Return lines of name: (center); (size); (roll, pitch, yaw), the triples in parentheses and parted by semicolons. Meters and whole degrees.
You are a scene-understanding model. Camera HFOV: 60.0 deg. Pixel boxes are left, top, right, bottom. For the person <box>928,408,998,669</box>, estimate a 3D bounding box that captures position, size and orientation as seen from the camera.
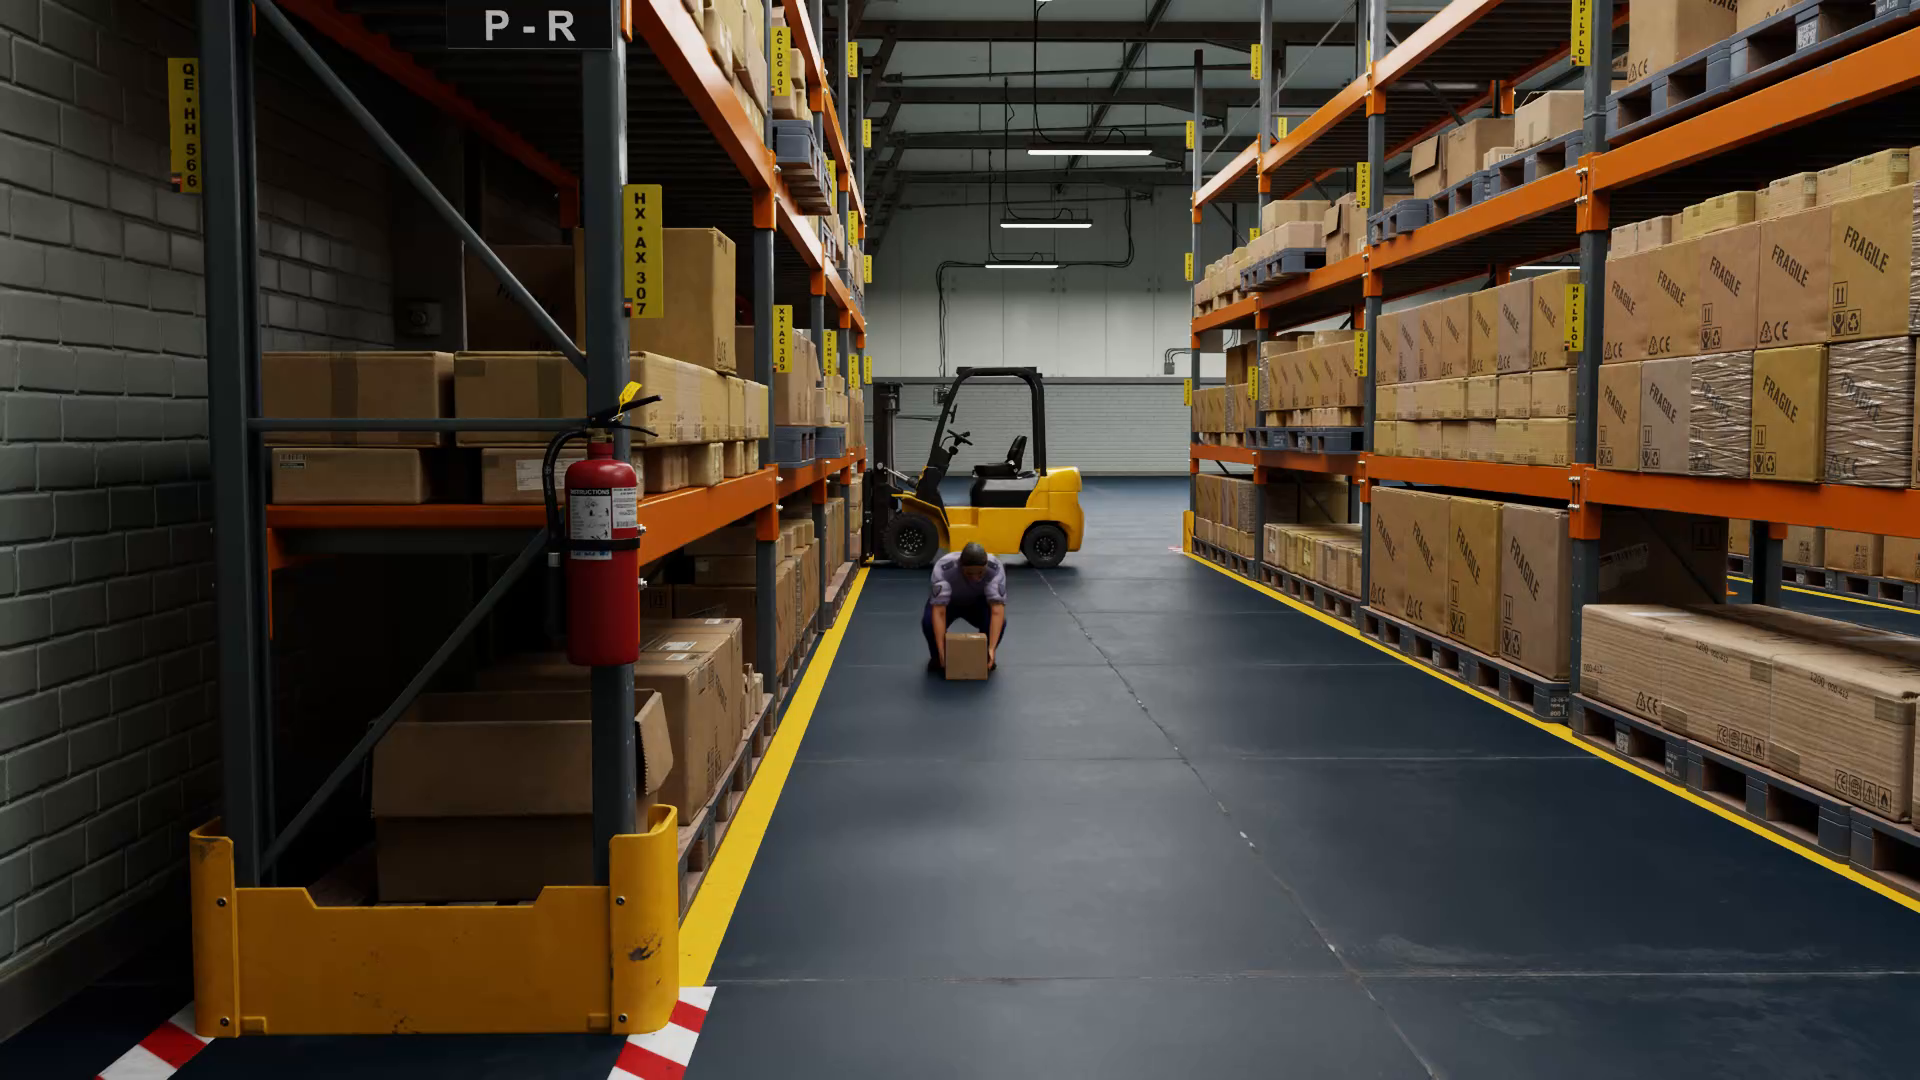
person: (0.021, -0.002, 10.406); (0.435, 1.621, 0.550); (0, 4, -2)
